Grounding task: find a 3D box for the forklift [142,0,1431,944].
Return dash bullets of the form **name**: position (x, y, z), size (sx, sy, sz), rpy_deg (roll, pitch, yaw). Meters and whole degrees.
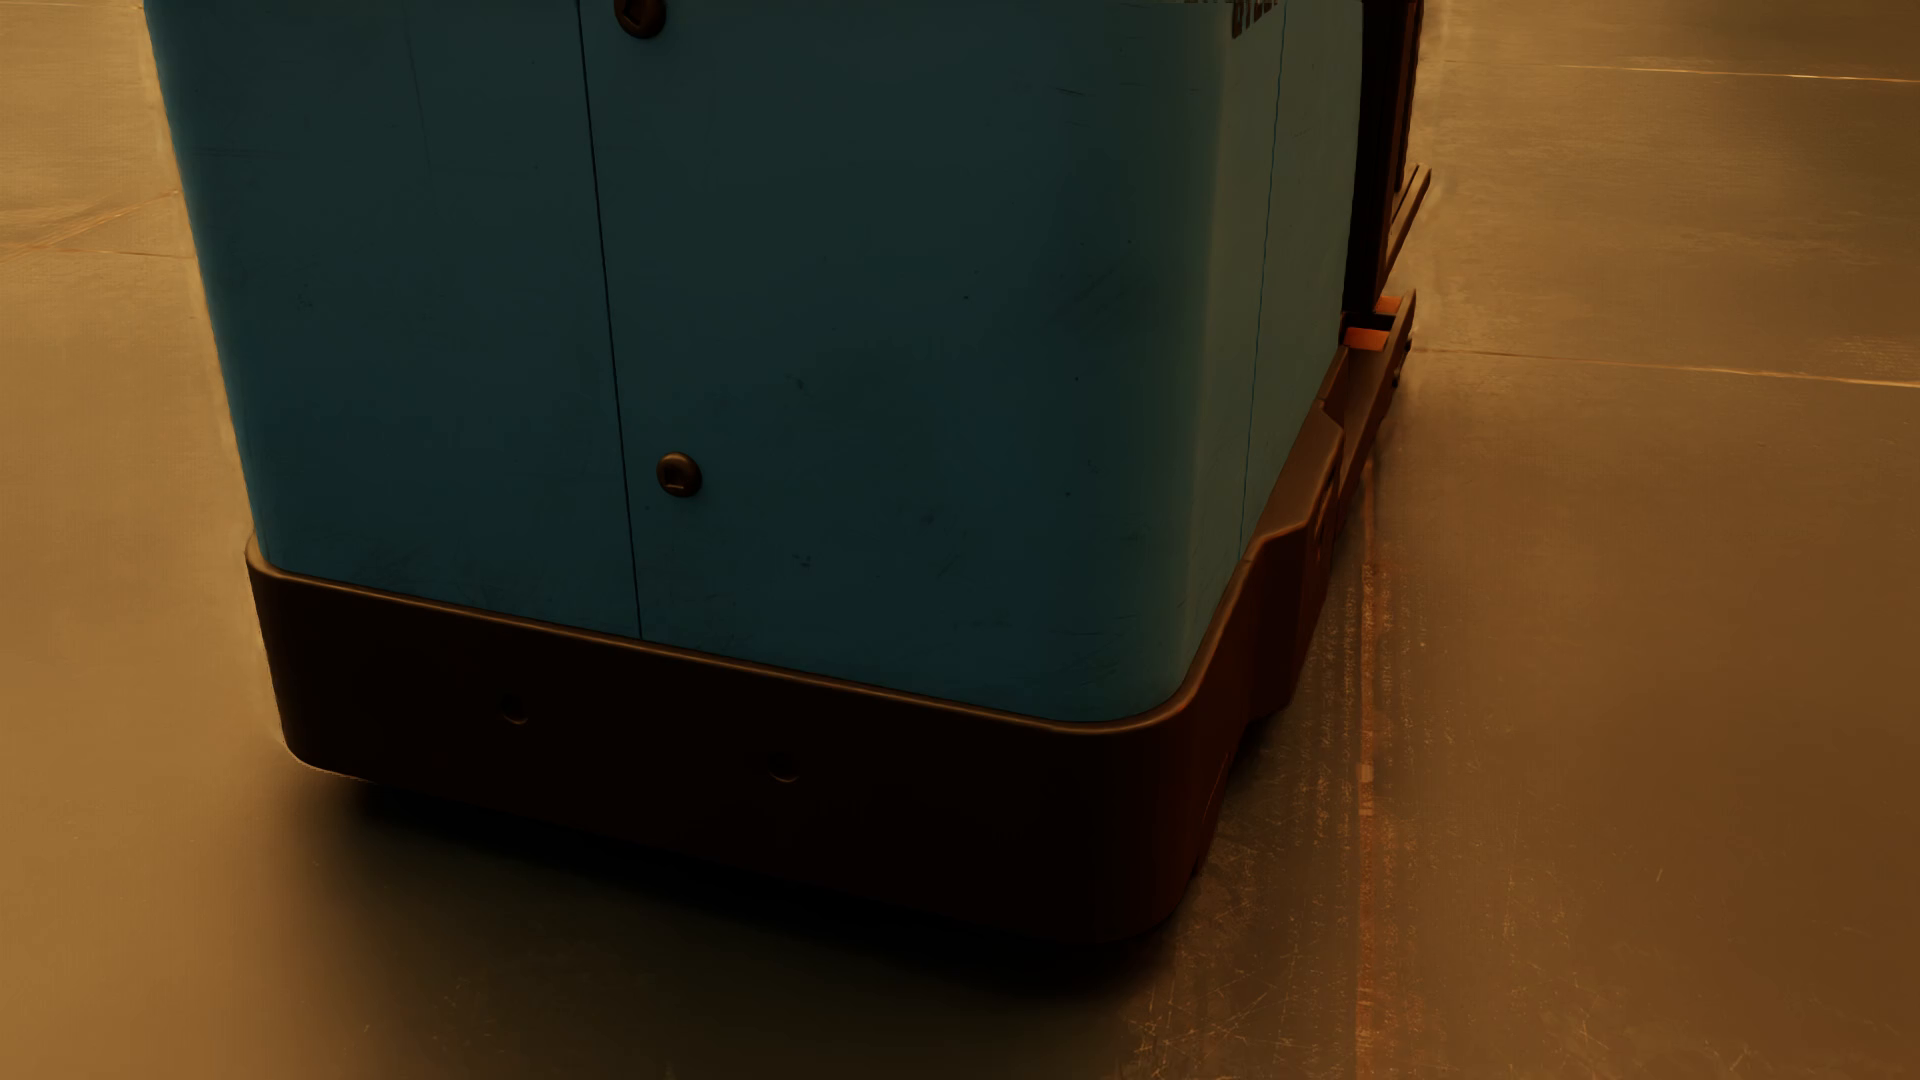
- **forklift**: position (0.203, -1.568, 2.354), size (1.130, 2.935, 3.031), rpy_deg (9, 28, 18)
